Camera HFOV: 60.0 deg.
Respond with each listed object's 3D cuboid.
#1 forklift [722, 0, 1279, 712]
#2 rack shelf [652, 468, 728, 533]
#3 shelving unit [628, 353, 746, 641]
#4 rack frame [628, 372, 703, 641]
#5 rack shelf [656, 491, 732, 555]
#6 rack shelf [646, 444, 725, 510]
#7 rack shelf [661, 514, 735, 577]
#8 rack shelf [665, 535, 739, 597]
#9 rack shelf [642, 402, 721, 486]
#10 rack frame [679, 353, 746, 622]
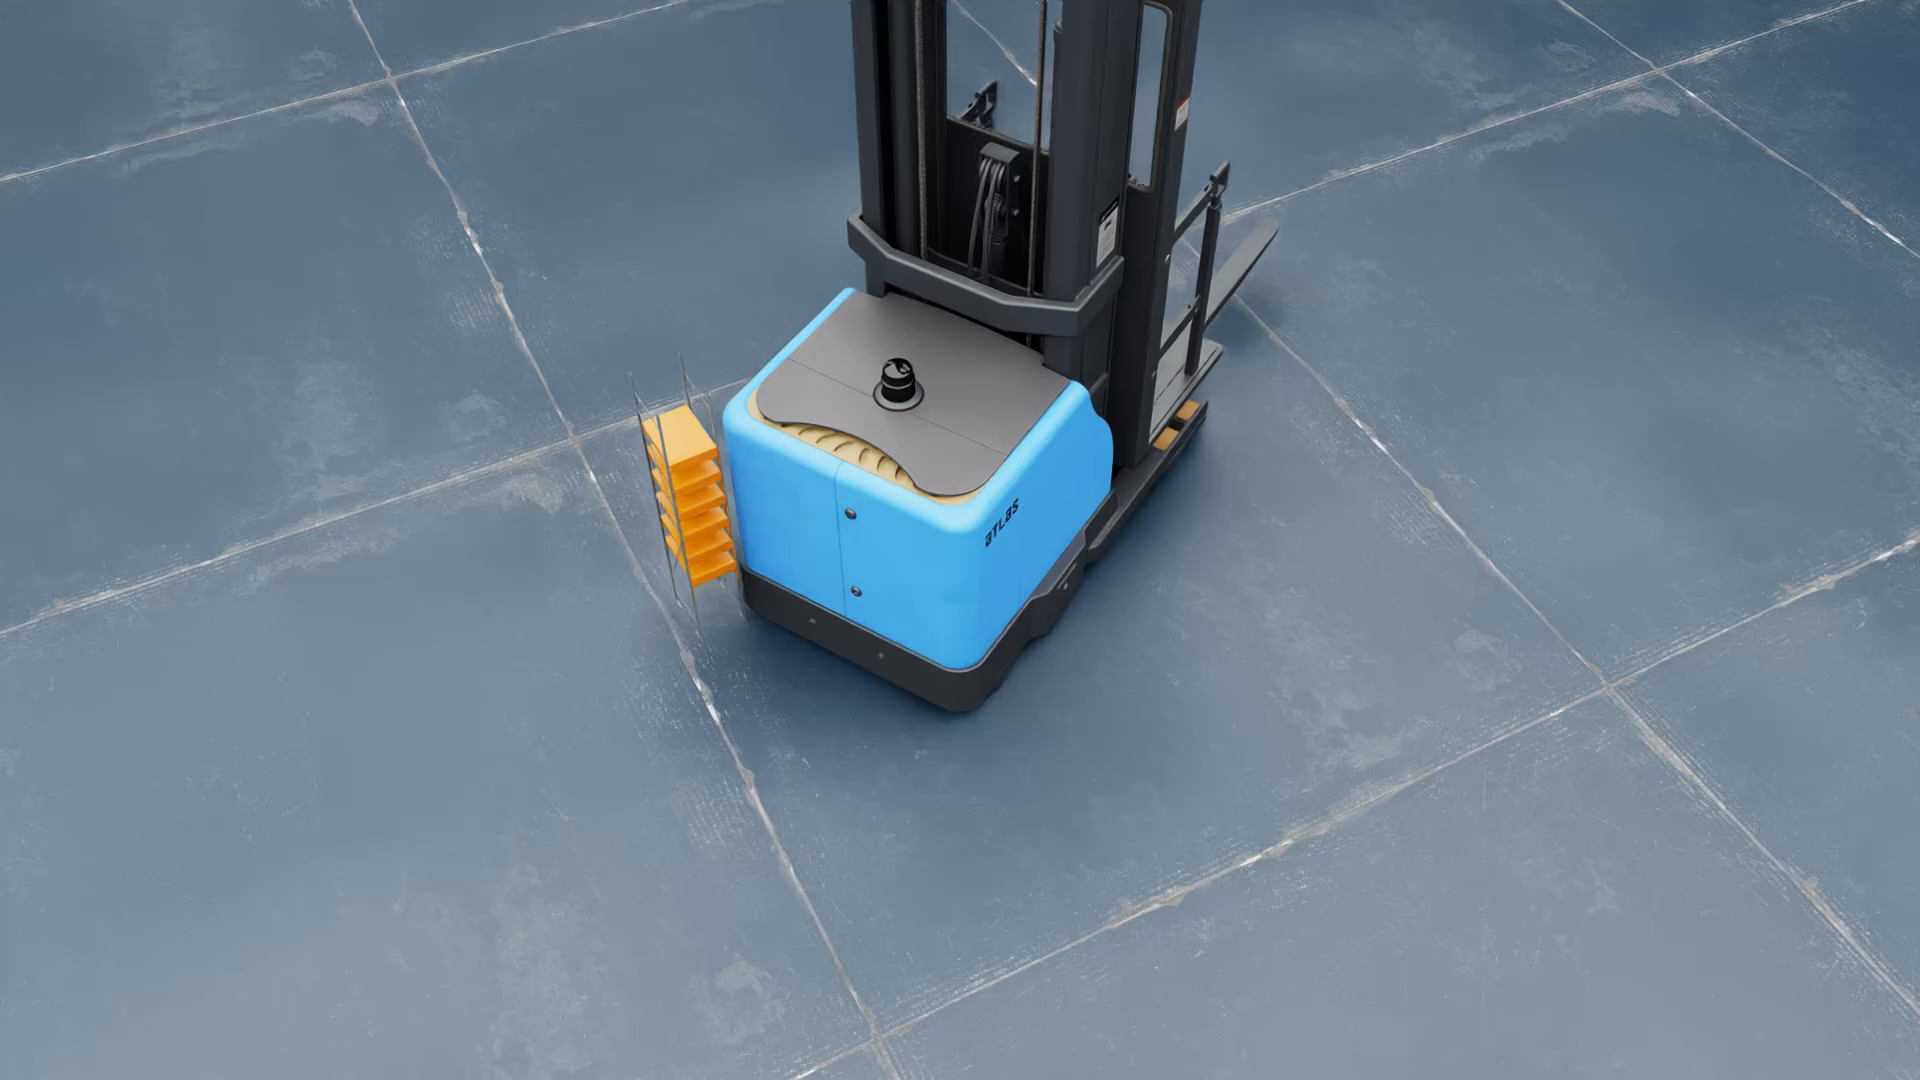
[{"bbox_3d":[0.382,-1.442,5.957,1.130,2.935,3.031,25,53,20],"label":"forklift"},{"bbox_3d":[-0.962,-0.173,5.896,0.180,0.103,0.258,-24,53,-20],"label":"rack shelf"},{"bbox_3d":[-0.961,-0.123,5.953,0.189,1.200,0.258,-24,53,-20],"label":"shelving unit"},{"bbox_3d":[-1.040,-0.088,5.922,0.006,1.200,0.240,-24,53,-20],"label":"rack frame"},{"bbox_3d":[-0.961,-0.094,5.986,0.180,0.103,0.258,-24,53,-20],"label":"rack shelf"},{"bbox_3d":[-0.962,-0.252,5.806,0.180,0.103,0.258,-24,53,-20],"label":"rack shelf"},{"bbox_3d":[-0.961,-0.015,6.077,0.180,0.103,0.258,-24,53,-20],"label":"rack shelf"},{"bbox_3d":[-0.961,0.064,6.167,0.180,0.103,0.258,-24,53,-20],"label":"rack shelf"},{"bbox_3d":[-0.962,-0.331,5.715,0.180,0.103,0.258,-24,53,-20],"label":"rack shelf"},{"bbox_3d":[-0.883,-0.159,5.984,0.006,1.200,0.240,-24,53,-20],"label":"rack frame"}]
